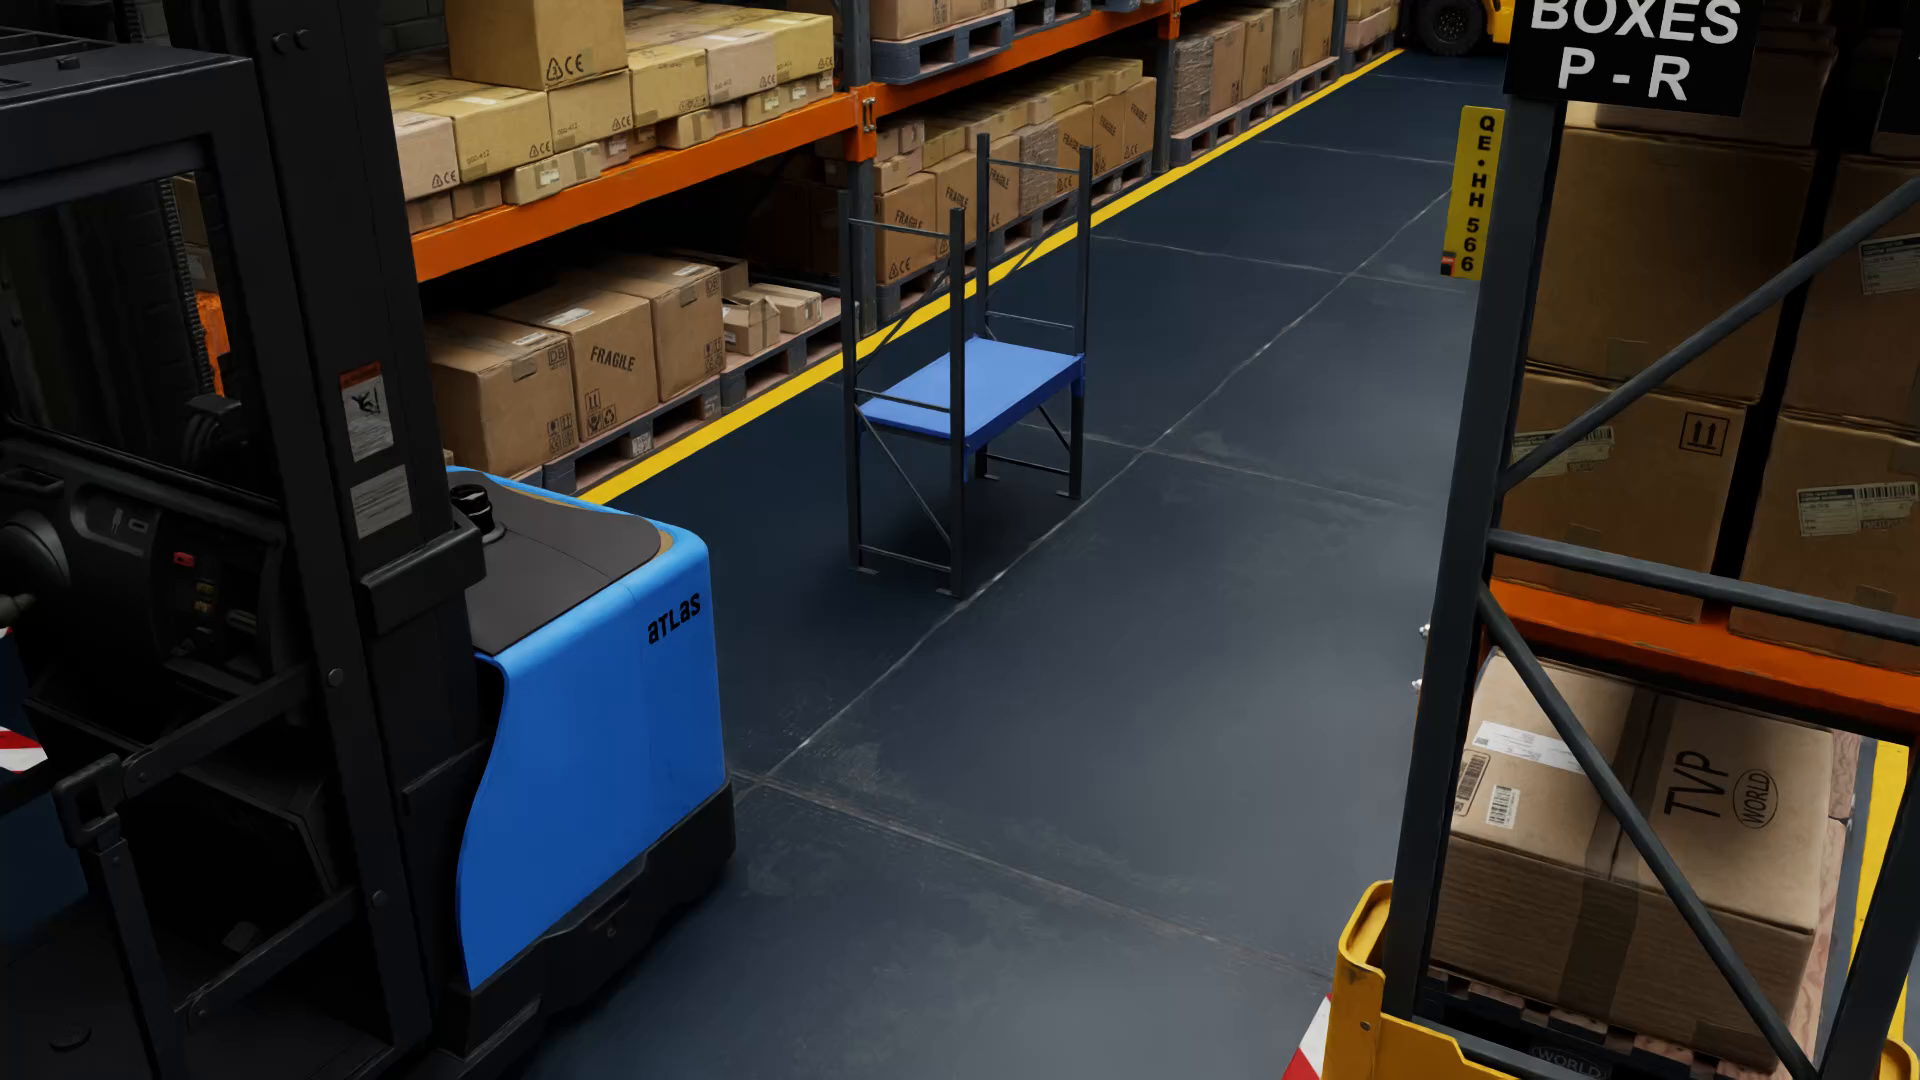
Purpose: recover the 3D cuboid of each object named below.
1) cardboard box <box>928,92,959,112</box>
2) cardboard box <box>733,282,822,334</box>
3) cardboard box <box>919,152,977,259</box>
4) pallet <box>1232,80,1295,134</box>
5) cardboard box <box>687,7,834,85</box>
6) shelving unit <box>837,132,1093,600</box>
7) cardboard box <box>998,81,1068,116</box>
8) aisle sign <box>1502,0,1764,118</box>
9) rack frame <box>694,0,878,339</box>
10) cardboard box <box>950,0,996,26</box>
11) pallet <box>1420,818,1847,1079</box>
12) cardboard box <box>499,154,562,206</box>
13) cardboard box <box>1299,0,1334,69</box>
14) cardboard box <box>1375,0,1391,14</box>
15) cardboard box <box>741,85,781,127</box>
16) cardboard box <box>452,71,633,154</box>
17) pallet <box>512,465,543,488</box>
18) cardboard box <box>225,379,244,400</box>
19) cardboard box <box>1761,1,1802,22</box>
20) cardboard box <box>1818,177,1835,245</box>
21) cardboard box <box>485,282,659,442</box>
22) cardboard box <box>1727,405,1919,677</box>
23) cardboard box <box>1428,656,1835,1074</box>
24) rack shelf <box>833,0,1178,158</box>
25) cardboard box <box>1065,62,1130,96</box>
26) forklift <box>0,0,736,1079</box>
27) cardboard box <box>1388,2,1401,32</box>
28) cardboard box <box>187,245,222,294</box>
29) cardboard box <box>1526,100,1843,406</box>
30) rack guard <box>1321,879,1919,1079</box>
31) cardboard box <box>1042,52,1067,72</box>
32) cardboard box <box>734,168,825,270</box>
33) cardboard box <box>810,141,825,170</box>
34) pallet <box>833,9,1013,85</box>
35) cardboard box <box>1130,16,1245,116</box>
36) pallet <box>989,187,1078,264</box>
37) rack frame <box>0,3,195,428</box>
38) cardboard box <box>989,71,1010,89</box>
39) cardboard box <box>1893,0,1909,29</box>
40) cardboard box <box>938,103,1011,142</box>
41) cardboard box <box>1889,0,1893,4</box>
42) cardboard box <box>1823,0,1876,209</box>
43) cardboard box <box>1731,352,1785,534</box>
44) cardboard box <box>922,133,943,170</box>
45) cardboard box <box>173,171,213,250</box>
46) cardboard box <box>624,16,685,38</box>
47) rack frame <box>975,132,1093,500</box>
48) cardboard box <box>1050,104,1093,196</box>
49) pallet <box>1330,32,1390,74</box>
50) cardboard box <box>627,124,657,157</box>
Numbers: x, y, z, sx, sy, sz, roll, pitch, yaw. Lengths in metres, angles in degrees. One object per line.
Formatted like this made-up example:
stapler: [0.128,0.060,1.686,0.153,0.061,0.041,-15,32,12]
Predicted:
cardboard box: [-0.232,-2.725,10.442,0.380,0.149,0.250,13,29,24]
cardboard box: [-0.931,-1.184,8.479,0.380,0.149,0.250,13,29,25]
cardboard box: [-0.225,-1.971,9.660,0.500,0.500,0.500,14,30,25]
pallet: [2.096,-3.650,13.806,1.003,0.211,1.213,14,30,26]
cardboard box: [-0.950,-2.366,7.961,0.500,0.250,0.500,15,30,27]
shelving unit: [0.042,-0.704,6.481,0.538,1.500,1.048,14,30,26]
cardboard box: [0.466,-2.827,10.645,0.380,0.149,0.250,14,30,25]
aisle sign: [1.138,-1.105,2.702,0.394,0.787,0.004,14,30,26]
rack frame: [-0.912,-2.553,8.498,1.000,3.000,0.127,14,30,26]
cardboard box: [-0.225,-3.126,9.063,0.700,0.500,0.500,15,30,27]
pallet: [1.769,1.016,4.485,1.003,0.211,1.213,14,30,26]
cardboard box: [-1.802,-1.440,6.557,0.380,0.149,0.250,13,30,25]
cardboard box: [2.776,-4.590,14.753,0.875,0.625,0.625,16,31,28]
cardboard box: [3.776,-5.169,15.770,0.500,0.250,0.500,14,30,26]
cardboard box: [-1.065,-2.047,7.770,0.380,0.149,0.250,15,30,27]
cardboard box: [-1.695,-1.776,6.782,0.500,0.250,0.500,13,30,25]
pallet: [-2.451,-0.087,6.689,1.003,0.211,1.213,14,30,26]
cardboard box: [-2.497,-0.283,6.283,0.797,0.503,0.637,13,29,24]
cardboard box: [1.603,-1.091,3.626,0.380,0.149,0.250,14,30,26]
cardboard box: [2.451,-0.993,5.271,0.500,0.500,0.500,14,30,26]
cardboard box: [-1.695,-0.790,7.300,0.500,0.500,0.500,15,30,27]
cardboard box: [1.929,-0.071,3.428,0.500,0.500,0.500,14,30,26]
cardboard box: [1.681,0.777,4.241,0.875,0.438,0.875,13,29,24]
rack shelf: [0.072,-3.010,10.216,1.077,0.370,4.000,14,30,26]
cardboard box: [0.926,-3.110,11.211,0.380,0.149,0.250,13,29,23]
forklift: [-1.824,0.095,3.287,1.130,2.935,3.031,15,30,27]
cardboard box: [4.025,-5.149,16.288,0.500,0.250,0.500,15,30,27]
cardboard box: [-2.479,-0.949,5.575,0.380,0.149,0.250,14,30,26]
cardboard box: [1.473,-0.634,3.437,0.500,0.500,0.500,15,30,28]
rack guard: [1.432,1.225,3.744,1.175,0.500,0.348,14,30,26]
cardboard box: [0.528,-3.337,11.664,0.380,0.149,0.250,16,31,29]
cardboard box: [-0.928,-1.879,9.476,0.500,0.500,0.500,14,30,26]
cardboard box: [-0.857,-2.223,9.439,0.380,0.149,0.250,14,30,26]
pallet: [-0.424,-2.754,9.115,1.003,0.211,1.213,14,30,26]
cardboard box: [1.689,-3.734,13.042,0.875,0.625,0.625,15,30,28]
pallet: [0.054,-2.108,10.726,1.003,0.211,1.213,14,30,26]
rack frame: [-2.880,-0.994,5.384,1.000,3.000,0.127,14,30,26]
cardboard box: [0.106,-3.039,11.069,0.380,0.149,0.250,13,29,24]
cardboard box: [2.351,-1.176,3.794,0.380,0.149,0.250,15,30,27]
cardboard box: [0.084,-2.517,10.025,0.380,0.149,0.250,15,30,28]
cardboard box: [2.966,-1.821,5.807,0.500,0.500,0.500,14,30,26]
cardboard box: [2.200,-1.232,4.631,0.500,0.500,0.500,14,30,26]
cardboard box: [1.710,-0.385,4.057,0.500,0.500,0.500,14,30,25]
cardboard box: [-0.319,-2.221,9.435,0.380,0.149,0.250,13,29,23]
cardboard box: [-2.422,-1.177,5.586,0.500,0.250,0.500,14,30,26]
cardboard box: [-1.632,-2.288,7.805,0.500,0.250,0.500,14,30,26]
rack frame: [0.292,-0.902,6.876,0.500,1.500,0.032,14,30,26]
cardboard box: [0.524,-2.572,10.860,0.500,0.500,0.500,16,31,28]
pallet: [3.451,-4.724,15.951,1.003,0.211,1.213,14,30,26]
cardboard box: [-1.543,-1.769,7.215,0.380,0.149,0.250,15,30,27]
